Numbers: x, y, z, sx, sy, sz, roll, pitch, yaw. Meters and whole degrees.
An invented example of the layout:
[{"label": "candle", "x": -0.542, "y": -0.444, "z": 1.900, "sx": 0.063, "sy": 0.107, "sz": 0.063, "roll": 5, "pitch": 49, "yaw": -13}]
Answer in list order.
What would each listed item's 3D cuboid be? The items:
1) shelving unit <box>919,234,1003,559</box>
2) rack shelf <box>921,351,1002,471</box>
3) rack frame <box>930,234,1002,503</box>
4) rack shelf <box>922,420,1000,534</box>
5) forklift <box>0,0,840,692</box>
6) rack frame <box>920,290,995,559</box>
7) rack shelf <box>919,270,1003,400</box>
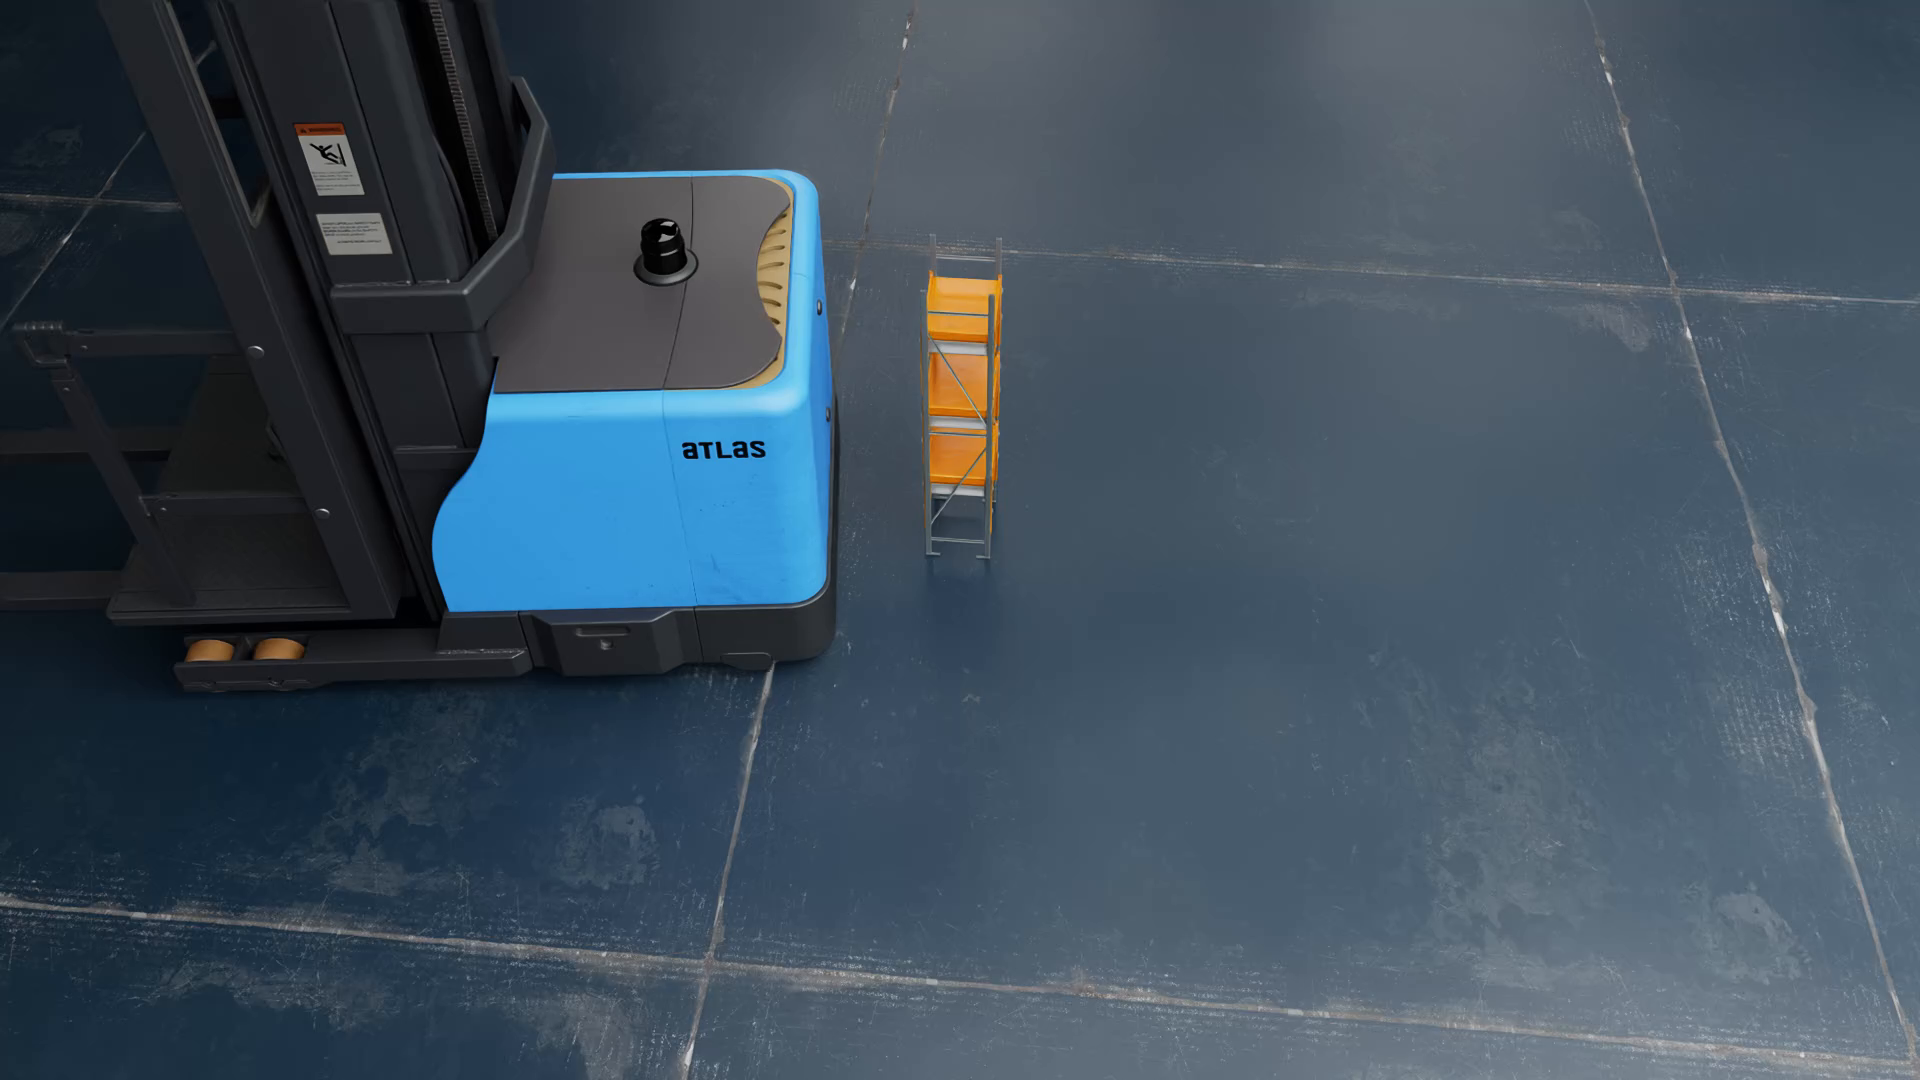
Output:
[{"label": "shelving unit", "x": 0.005, "y": -0.394, "z": 4.899, "sx": 0.215, "sy": 1.050, "sz": 0.252, "roll": 4, "pitch": 48, "yaw": 4}, {"label": "rack shelf", "x": 0.005, "y": -0.386, "z": 4.906, "sx": 0.215, "sy": 0.259, "sz": 0.240, "roll": 4, "pitch": 48, "yaw": 4}, {"label": "rack frame", "x": 0.016, "y": -0.483, "z": 4.981, "sx": 0.200, "sy": 1.050, "sz": 0.008, "roll": 4, "pitch": 48, "yaw": 4}, {"label": "rack shelf", "x": 0.005, "y": -0.199, "z": 5.111, "sx": 0.215, "sy": 0.259, "sz": 0.240, "roll": 4, "pitch": 48, "yaw": 4}, {"label": "forklift", "x": -1.896, "y": -0.944, "z": 4.127, "sx": 3.031, "sy": 2.935, "sz": 1.130, "roll": -1, "pitch": 48, "yaw": -1}, {"label": "rack frame", "x": -0.006, "y": -0.304, "z": 4.817, "sx": 0.200, "sy": 1.050, "sz": 0.008, "roll": 4, "pitch": 48, "yaw": 4}, {"label": "rack shelf", "x": 0.005, "y": -0.578, "z": 4.697, "sx": 0.215, "sy": 0.259, "sz": 0.240, "roll": 4, "pitch": 48, "yaw": 4}]
